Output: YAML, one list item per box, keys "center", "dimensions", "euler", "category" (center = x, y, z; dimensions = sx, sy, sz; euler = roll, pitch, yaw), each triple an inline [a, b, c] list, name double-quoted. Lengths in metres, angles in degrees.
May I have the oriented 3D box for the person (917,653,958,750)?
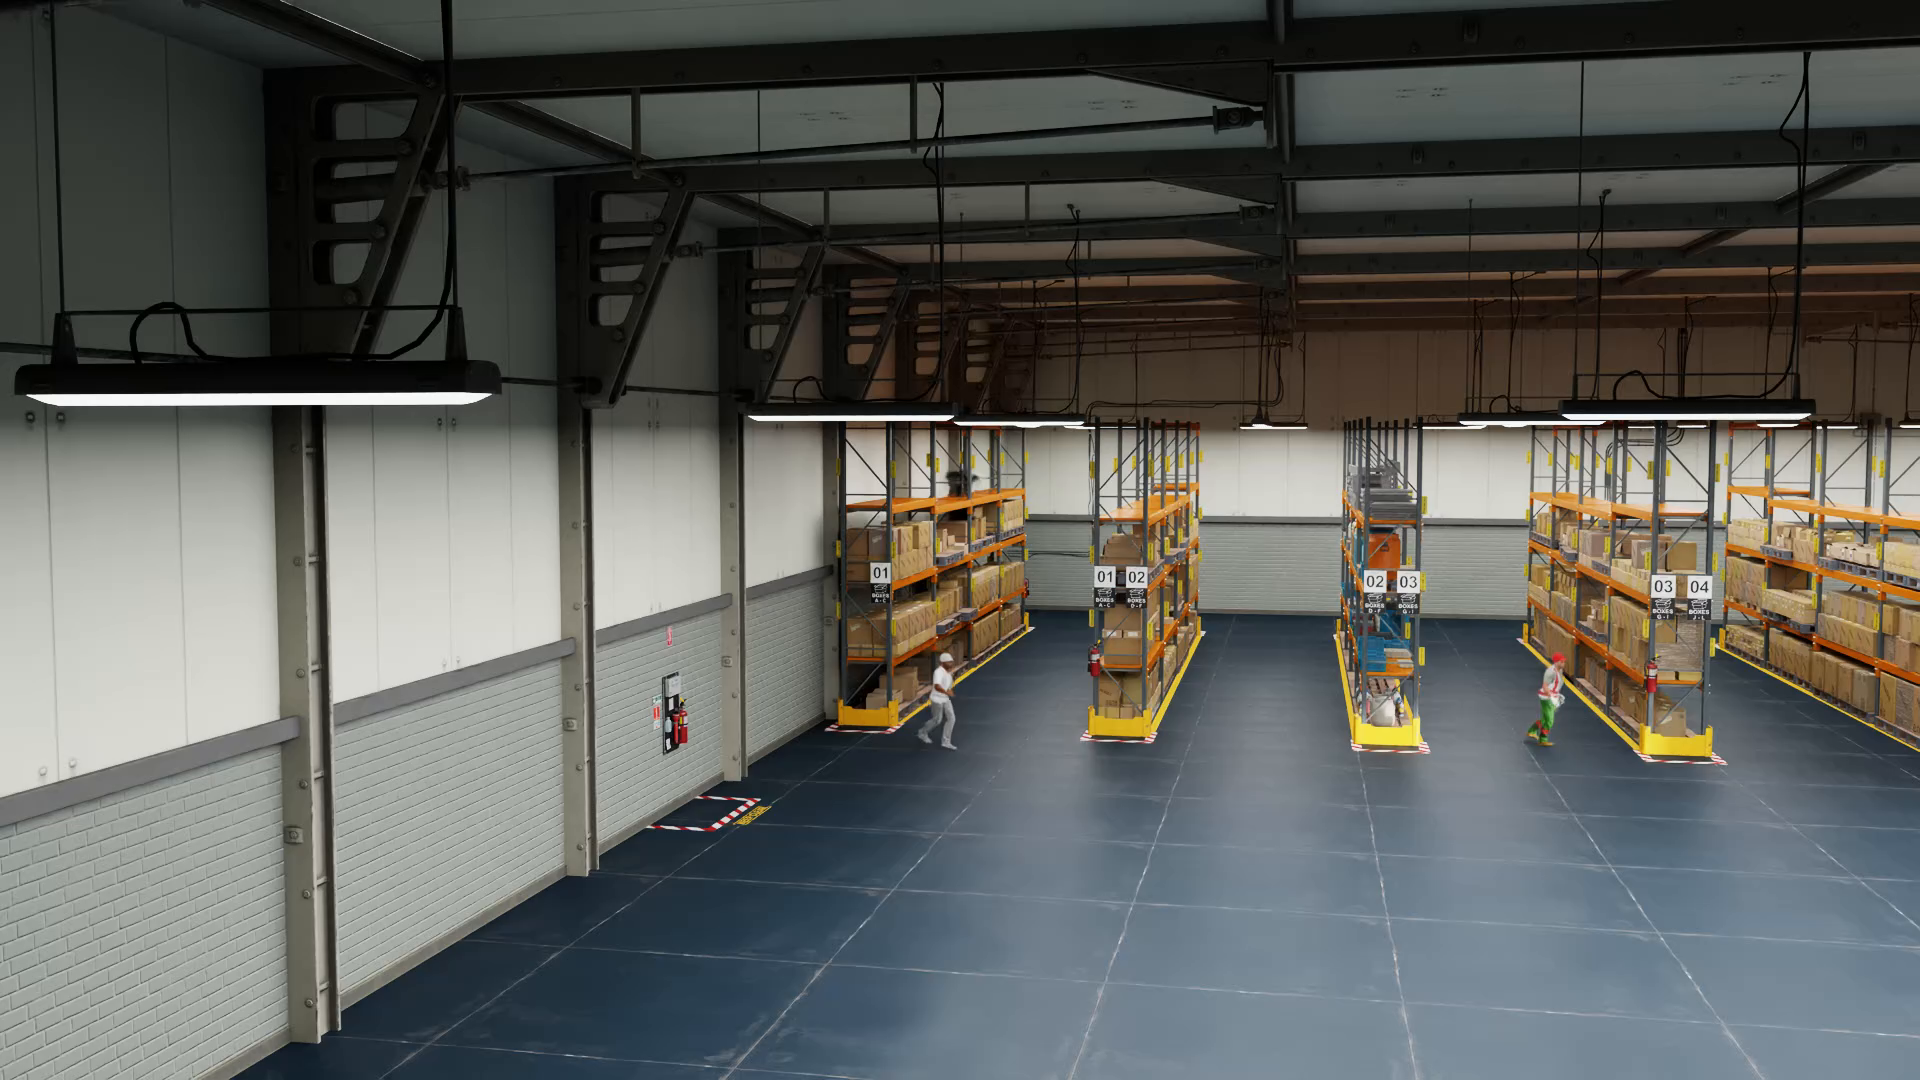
- center: [-0.438, 2.903, 30.036]
  dimensions: [0.834, 1.747, 0.653]
  euler: [2, 4, 27]
  category: "person"

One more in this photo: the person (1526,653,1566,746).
- center: [10.699, 2.896, 30.346]
  dimensions: [0.792, 1.729, 0.635]
  euler: [3, 5, 42]
  category: "person"
